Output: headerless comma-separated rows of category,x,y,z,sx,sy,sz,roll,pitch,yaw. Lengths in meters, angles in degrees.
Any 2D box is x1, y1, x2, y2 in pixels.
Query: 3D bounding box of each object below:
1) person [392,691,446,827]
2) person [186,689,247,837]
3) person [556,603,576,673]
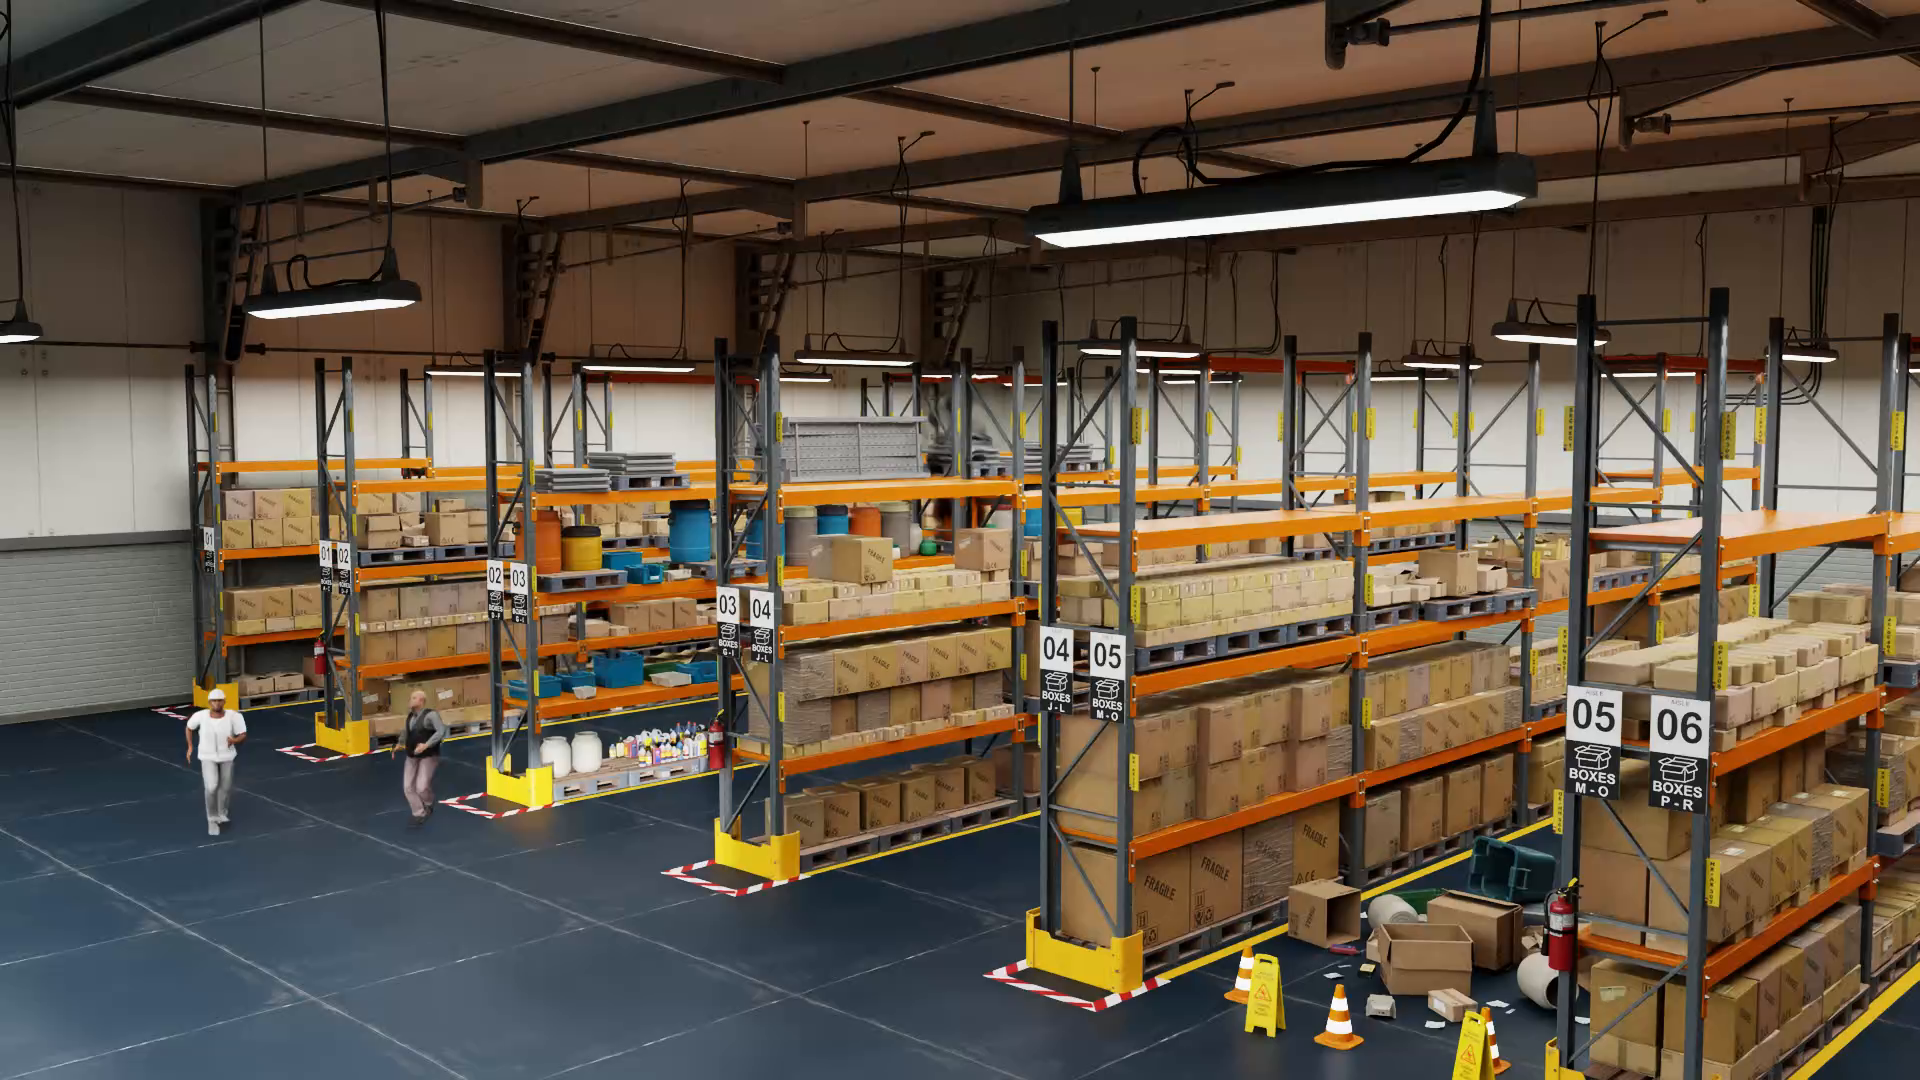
person,-6.832,2.741,20.968,0.791,1.693,0.528,1,5,15
person,-9.130,2.682,20.448,0.665,1.730,0.835,-2,5,-29
person,-7.207,1.966,30.459,0.679,1.732,0.623,3,6,38
